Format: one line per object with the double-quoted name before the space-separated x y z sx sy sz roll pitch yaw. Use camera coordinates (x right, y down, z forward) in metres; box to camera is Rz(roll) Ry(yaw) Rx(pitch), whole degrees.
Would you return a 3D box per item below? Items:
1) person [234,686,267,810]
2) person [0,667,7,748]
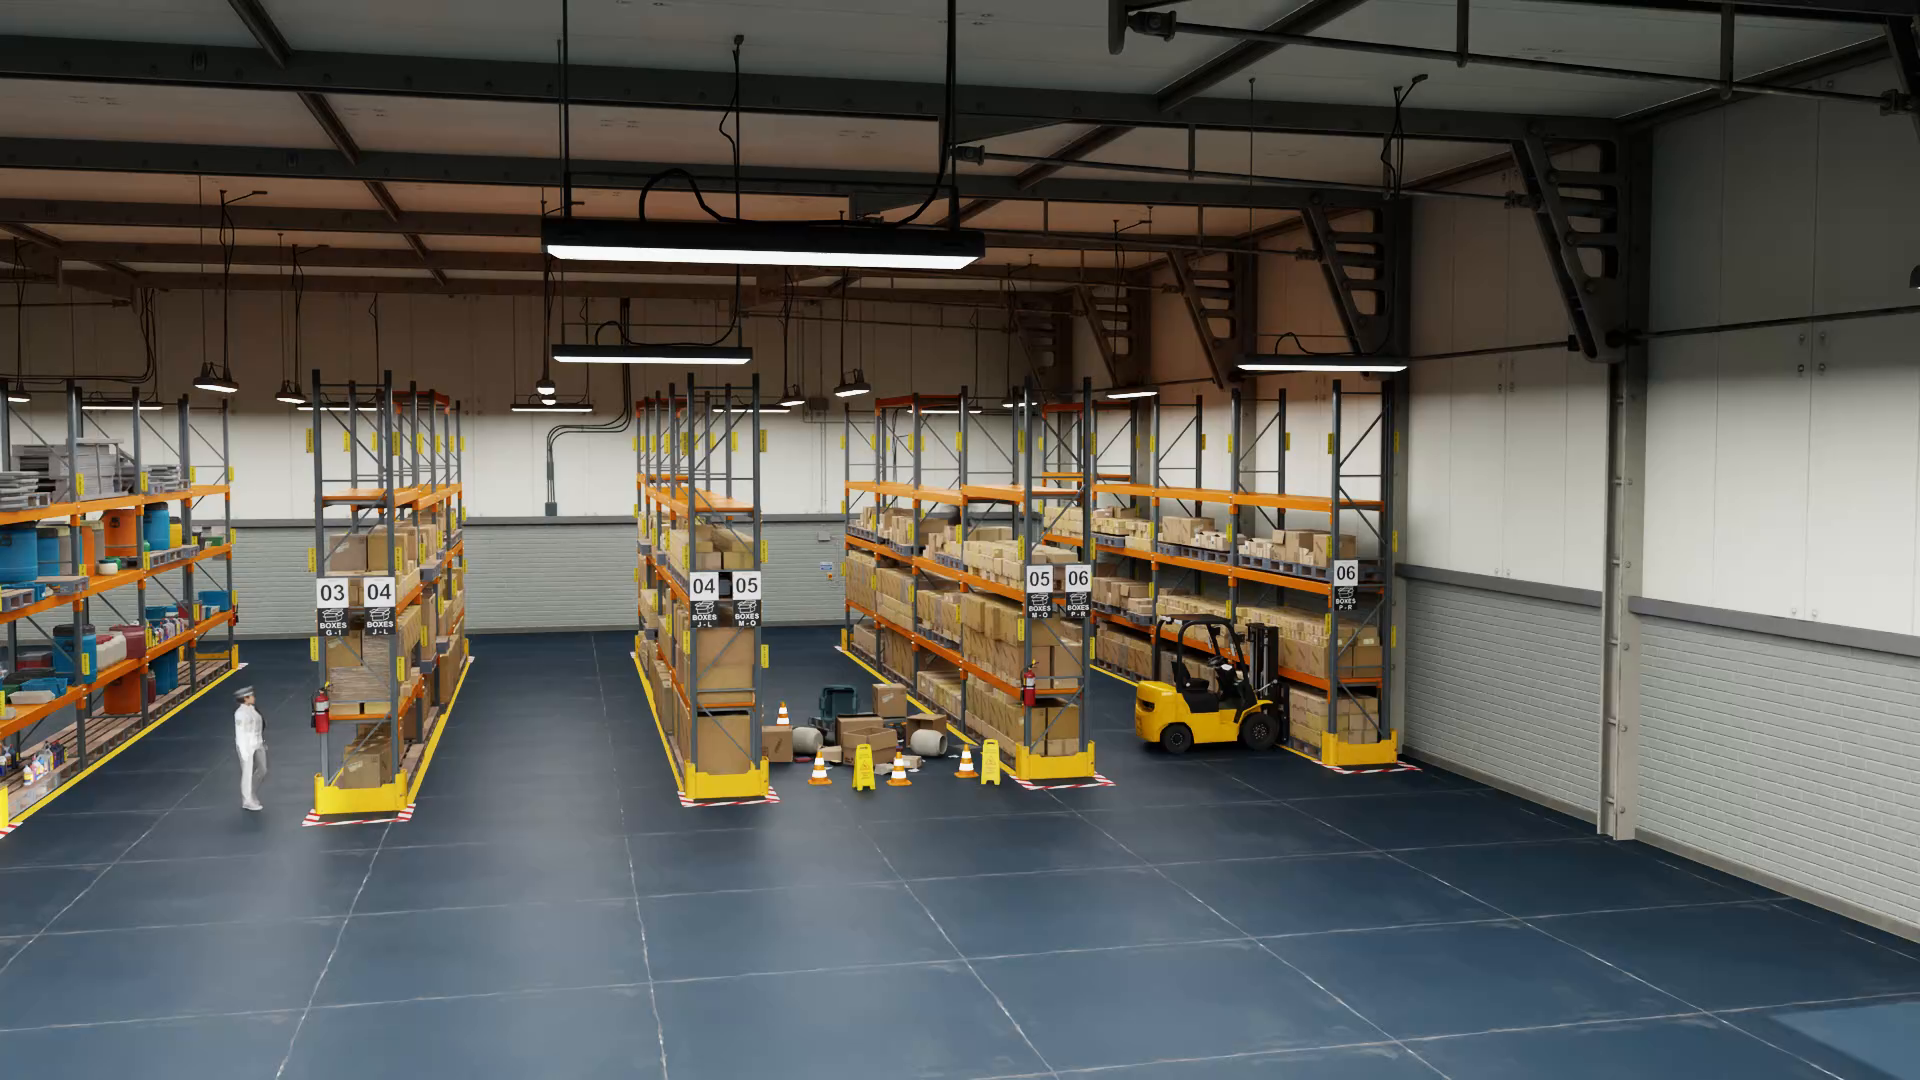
"person" -9.769 2.847 22.889 0.442 1.699 0.527 1 3 12
"person" -15.608 2.570 26.869 0.538 1.784 0.680 1 4 22
